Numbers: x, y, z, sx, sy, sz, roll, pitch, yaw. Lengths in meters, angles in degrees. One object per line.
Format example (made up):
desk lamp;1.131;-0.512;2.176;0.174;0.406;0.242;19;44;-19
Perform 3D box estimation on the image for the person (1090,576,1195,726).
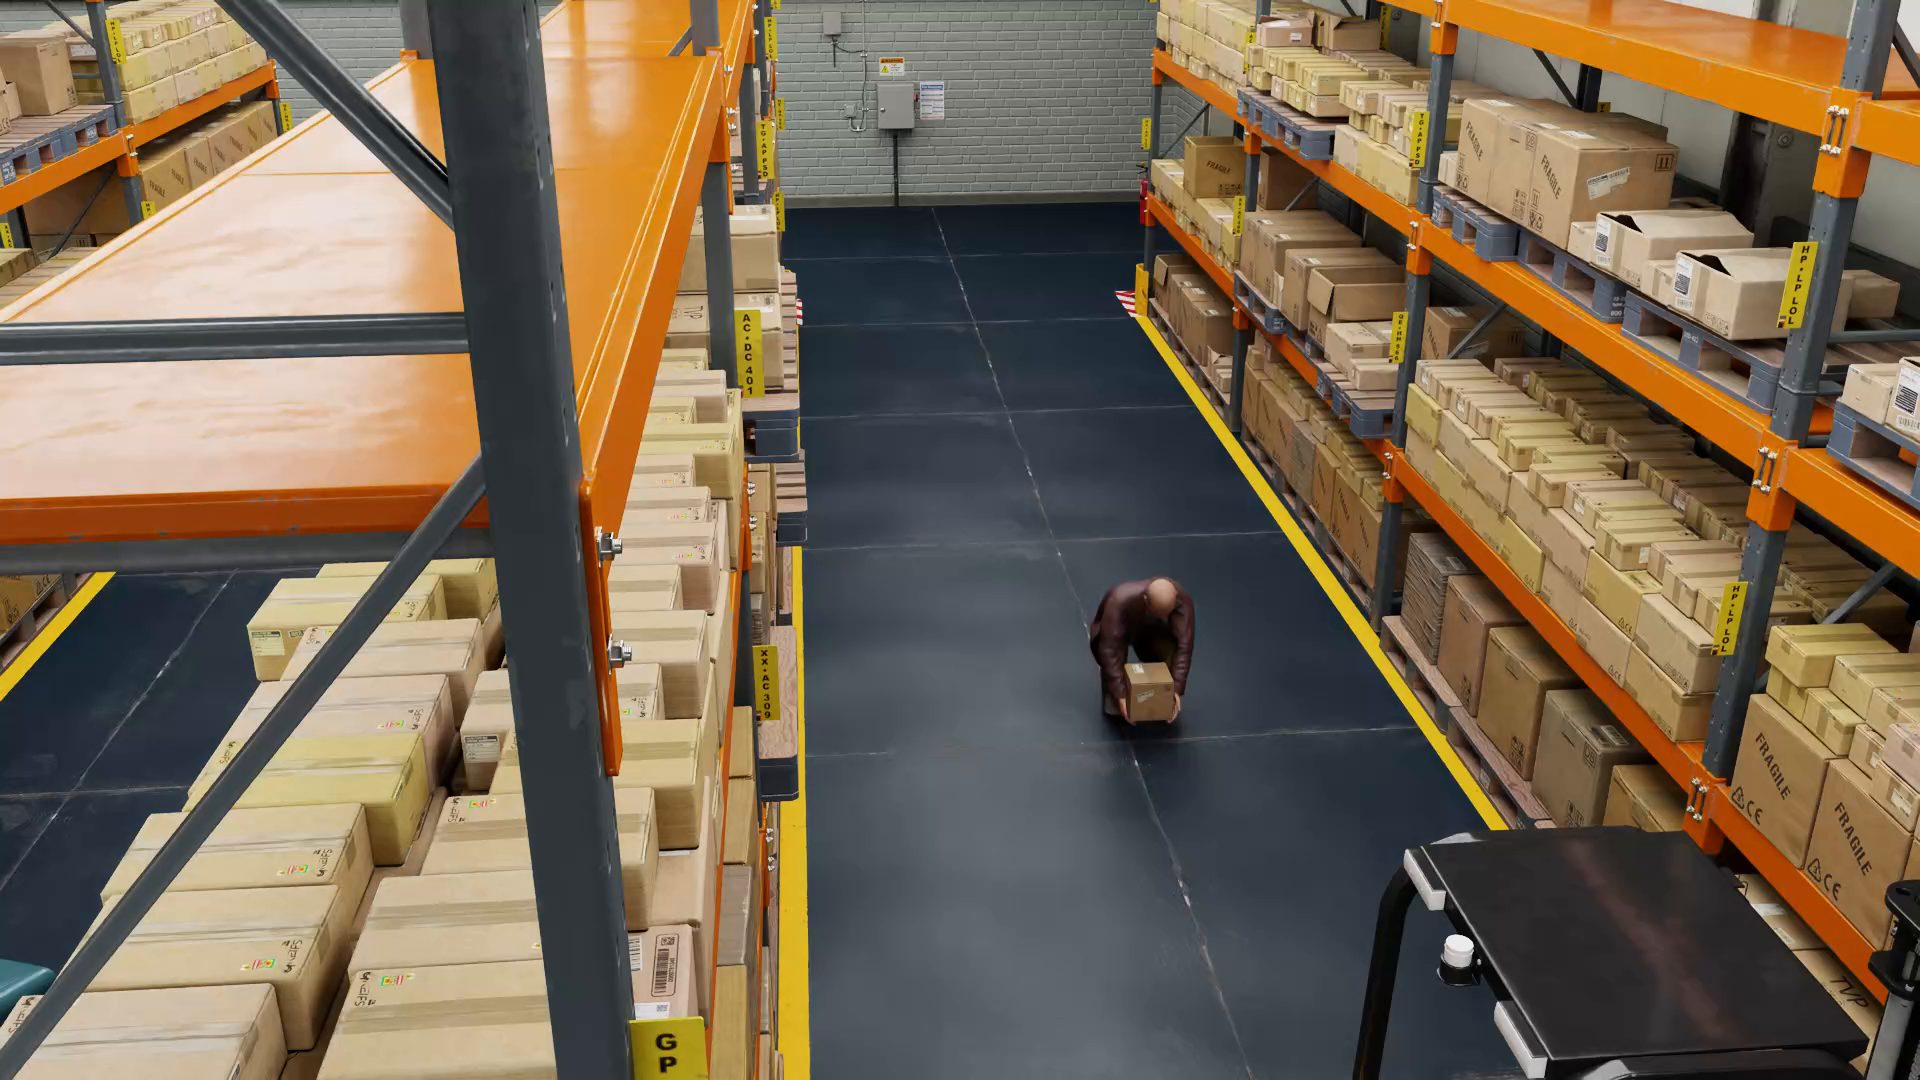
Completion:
person;1.087;0.599;9.982;0.607;0.980;0.894;-2;23;-5
